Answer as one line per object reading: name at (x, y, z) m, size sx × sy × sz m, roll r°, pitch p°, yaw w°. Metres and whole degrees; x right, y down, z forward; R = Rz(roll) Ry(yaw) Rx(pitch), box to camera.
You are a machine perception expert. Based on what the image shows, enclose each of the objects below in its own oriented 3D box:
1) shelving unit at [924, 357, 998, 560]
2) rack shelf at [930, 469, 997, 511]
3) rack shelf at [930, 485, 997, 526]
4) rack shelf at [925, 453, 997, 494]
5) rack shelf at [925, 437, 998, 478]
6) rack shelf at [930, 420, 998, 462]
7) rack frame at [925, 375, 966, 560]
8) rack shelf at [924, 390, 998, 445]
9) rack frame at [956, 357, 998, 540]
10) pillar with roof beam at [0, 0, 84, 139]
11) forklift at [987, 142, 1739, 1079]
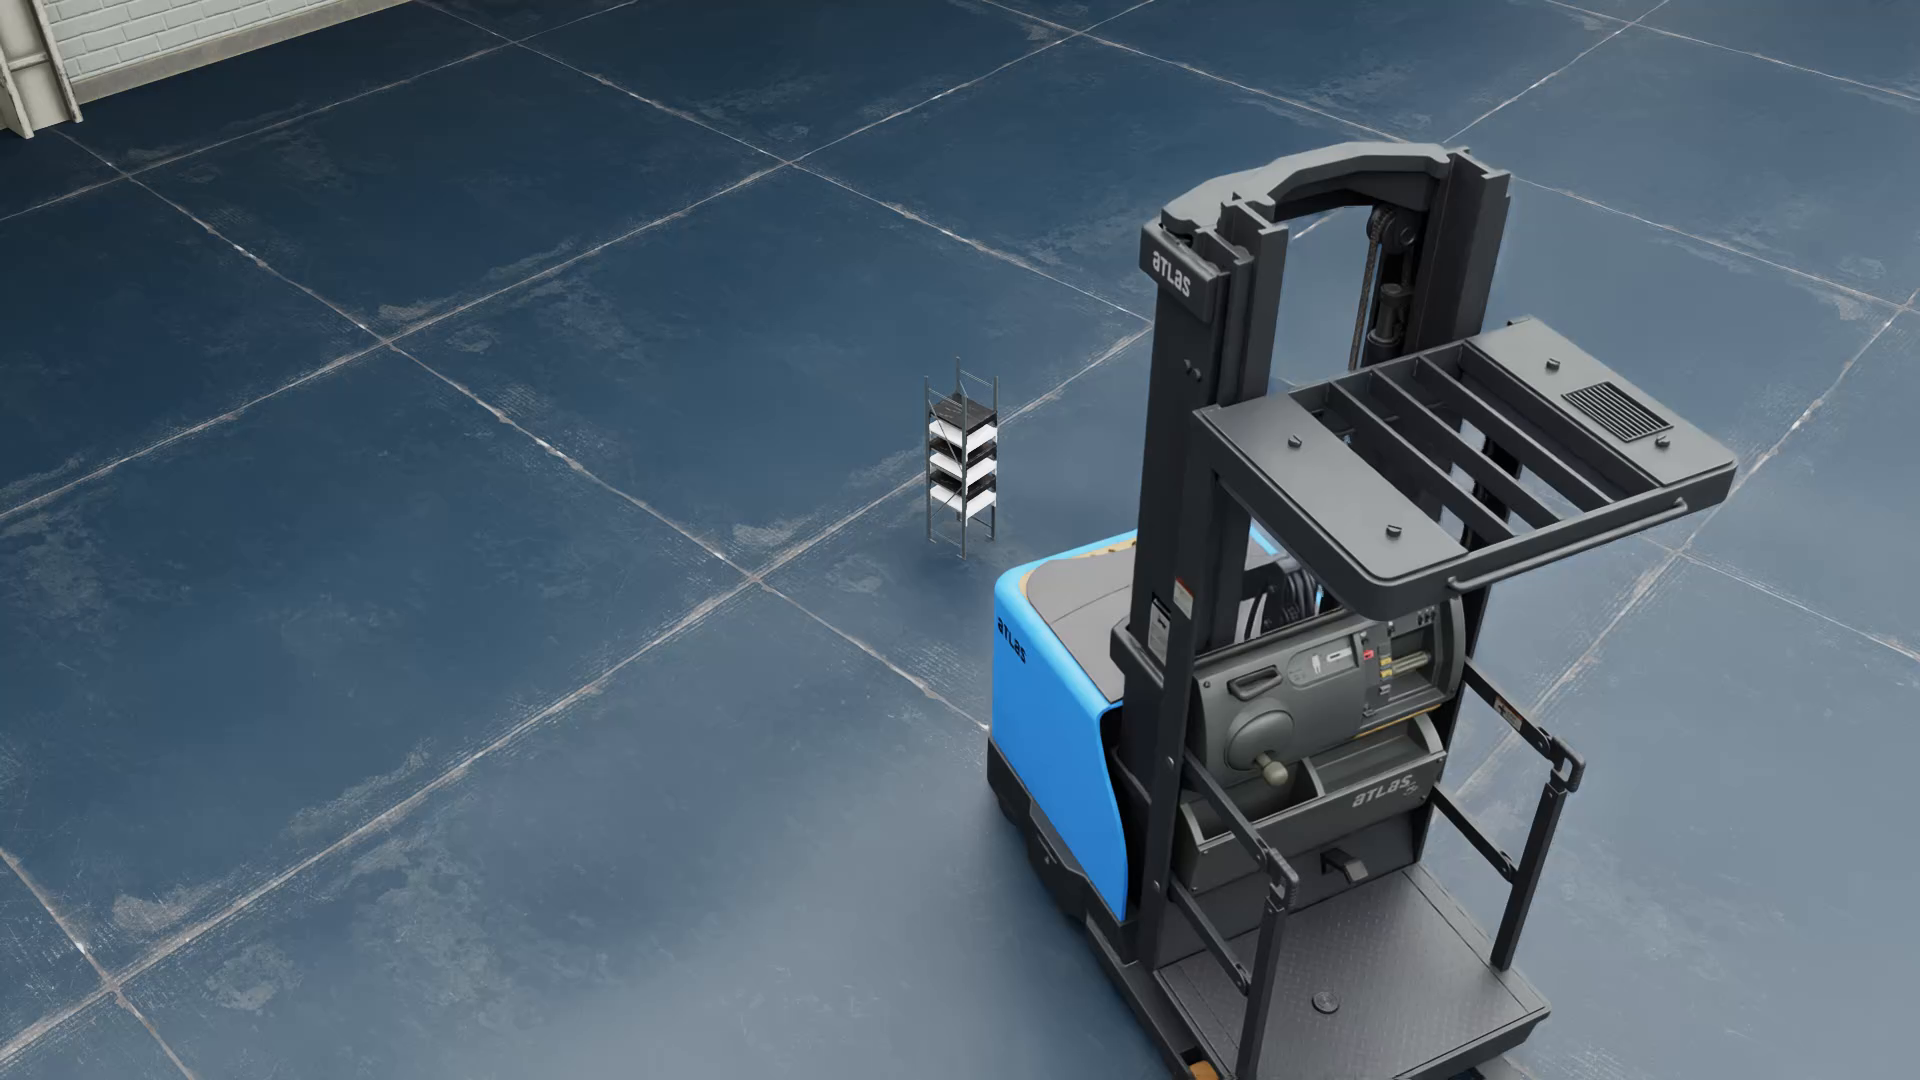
shelving unit at (0.005, -0.356, 7.475) m, size 0.258 × 0.900 × 0.210 m, roll 30°, pitch 47°, yaw 32°
rack shelf at (0.005, -0.259, 7.551) m, size 0.258 × 0.077 × 0.200 m, roll 30°, pitch 47°, yaw 32°
rack shelf at (0.005, -0.189, 7.607) m, size 0.258 × 0.077 × 0.200 m, roll 30°, pitch 47°, yaw 32°
rack shelf at (0.005, -0.330, 7.495) m, size 0.258 × 0.077 × 0.200 m, roll 30°, pitch 47°, yaw 32°
rack shelf at (0.005, -0.400, 7.439) m, size 0.258 × 0.077 × 0.200 m, roll 30°, pitch 47°, yaw 32°
rack shelf at (0.005, -0.471, 7.383) m, size 0.258 × 0.077 × 0.200 m, roll 30°, pitch 47°, yaw 32°
rack frame at (-0.063, -0.309, 7.416) m, size 0.240 × 0.900 × 0.006 m, roll 30°, pitch 47°, yaw 32°
rack shelf at (0.005, -0.541, 7.327) m, size 0.258 × 0.077 × 0.200 m, roll 30°, pitch 47°, yaw 32°
rack frame at (0.074, -0.403, 7.533) m, size 0.240 × 0.900 × 0.006 m, roll 30°, pitch 47°, yaw 32°
pillar with roof beam at (-3.050, -4.553, 6.246) m, size 9.100 × 9.000 × 0.400 m, roll 30°, pitch 47°, yaw 32°
forklift at (1.200, 0.505, 4.760) m, size 1.130 × 2.935 × 3.031 m, roll -17°, pitch 41°, yaw -20°
